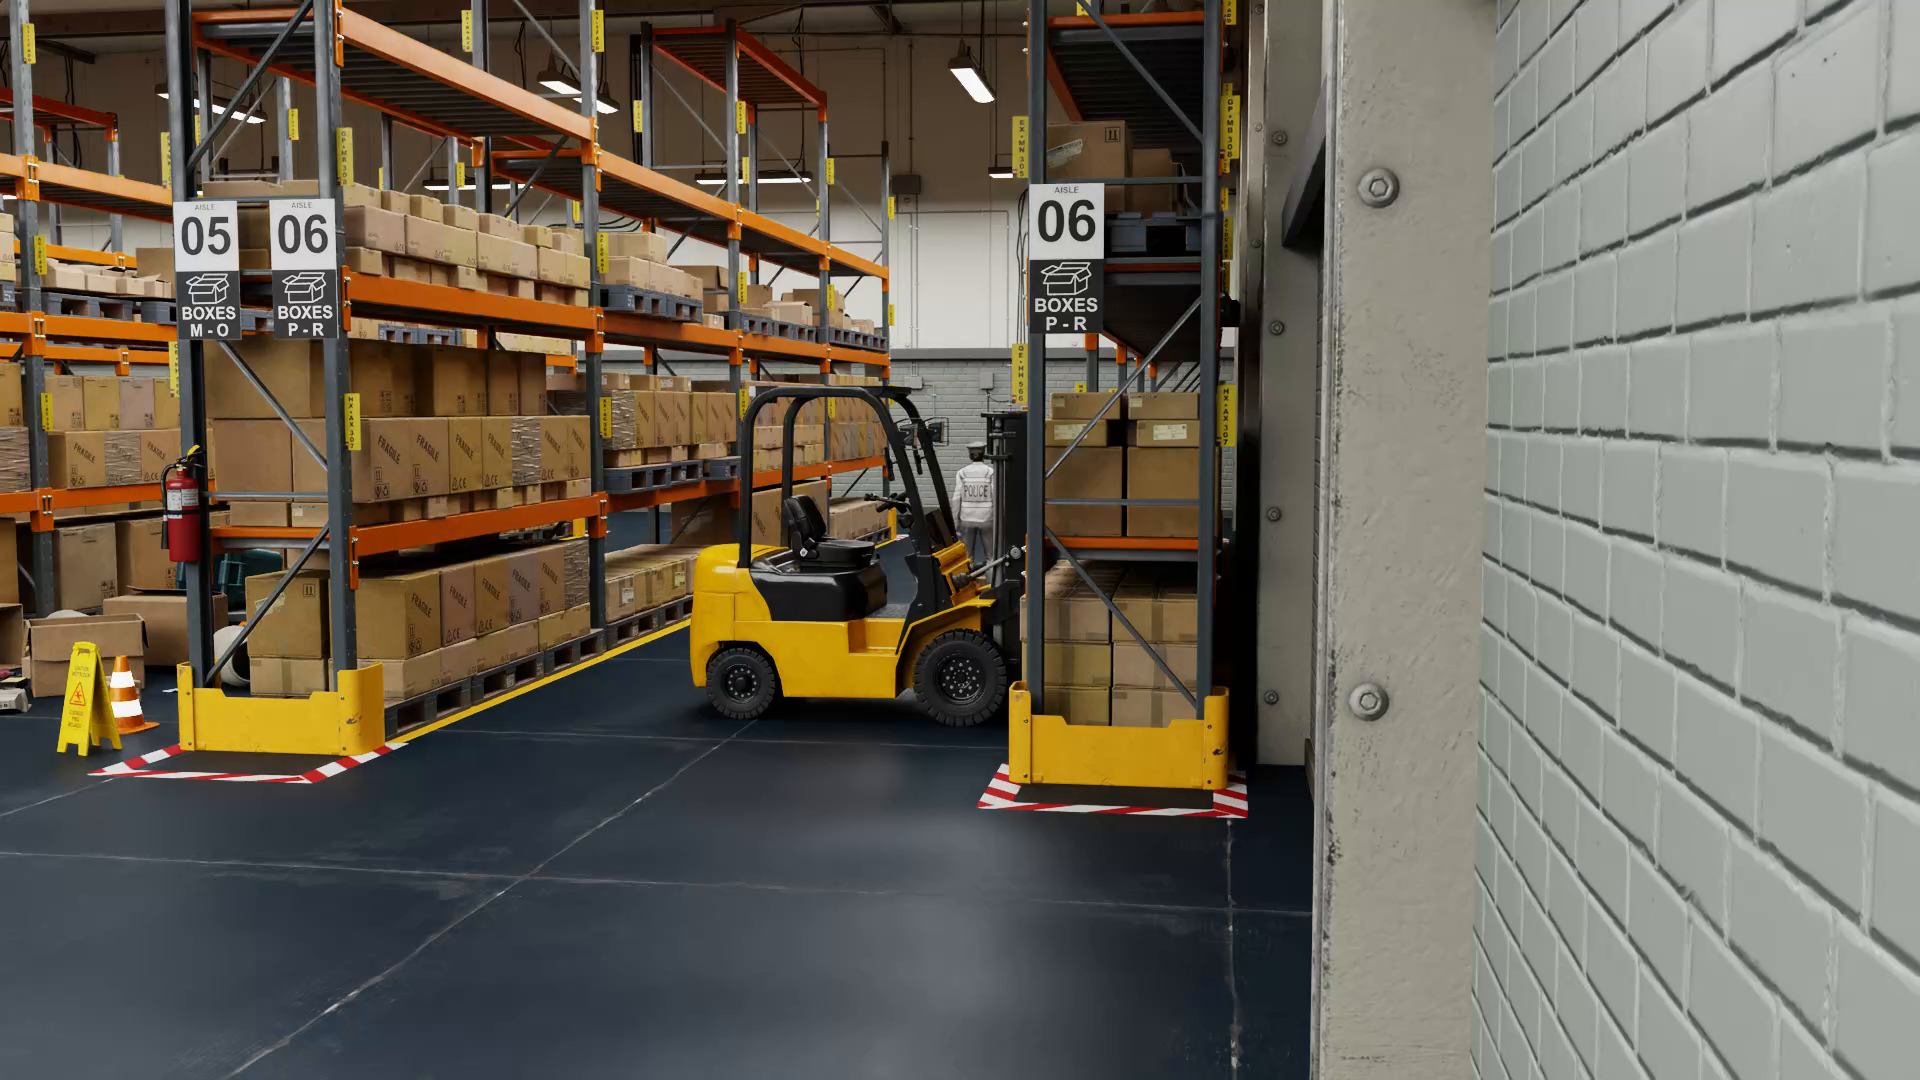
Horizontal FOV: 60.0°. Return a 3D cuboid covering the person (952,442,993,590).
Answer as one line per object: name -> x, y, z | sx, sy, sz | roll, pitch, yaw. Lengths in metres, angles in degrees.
person -> 0.186, -0.170, 17.000 | 0.529, 1.664, 0.371 | 1, 5, 9
